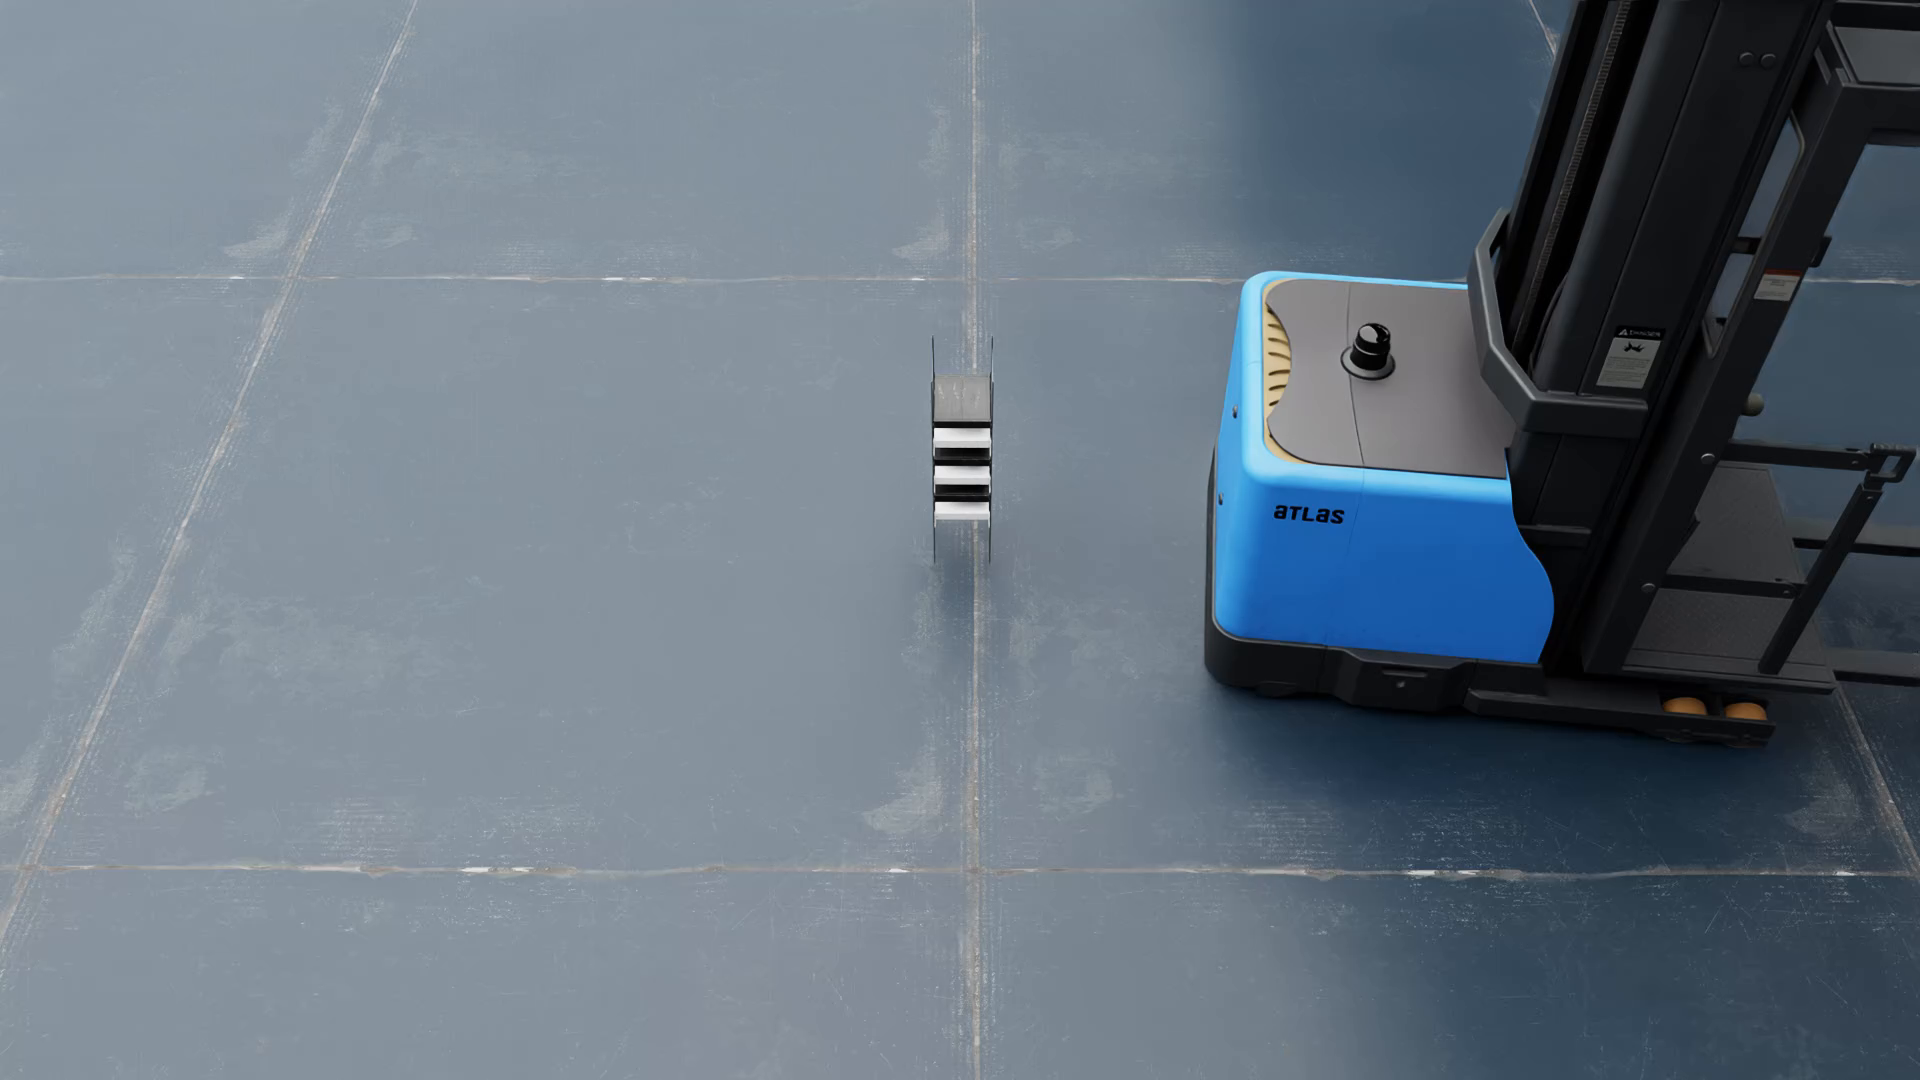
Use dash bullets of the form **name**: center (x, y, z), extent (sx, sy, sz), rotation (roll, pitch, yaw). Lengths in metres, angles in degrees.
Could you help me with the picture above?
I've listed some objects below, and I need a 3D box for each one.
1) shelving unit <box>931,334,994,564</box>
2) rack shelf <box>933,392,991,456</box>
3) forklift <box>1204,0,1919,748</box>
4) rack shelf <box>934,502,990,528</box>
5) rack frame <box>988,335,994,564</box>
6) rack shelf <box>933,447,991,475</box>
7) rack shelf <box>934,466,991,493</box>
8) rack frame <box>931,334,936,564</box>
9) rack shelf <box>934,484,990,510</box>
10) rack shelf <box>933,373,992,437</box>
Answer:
- **shelving unit**: center (0.008, -0.307, 5.921), extent (0.210, 0.900, 0.258), rotation (0, 47, 0)
- **rack shelf**: center (0.008, -0.406, 5.813), extent (0.200, 0.077, 0.258), rotation (0, 47, 0)
- **forklift**: center (2.400, -0.714, 4.912), extent (3.031, 2.935, 1.130), rotation (5, 47, 5)
- **rack shelf**: center (0.008, -0.161, 6.077), extent (0.200, 0.077, 0.258), rotation (0, 47, 0)
- **rack frame**: center (0.110, -0.306, 5.920), extent (0.006, 0.900, 0.240), rotation (0, 47, 0)
- **rack shelf**: center (0.008, -0.345, 5.879), extent (0.200, 0.077, 0.258), rotation (0, 47, 0)
- **rack shelf**: center (0.008, -0.284, 5.945), extent (0.200, 0.077, 0.258), rotation (0, 47, 0)
- **rack frame**: center (-0.094, -0.307, 5.921), extent (0.006, 0.900, 0.240), rotation (0, 47, 0)
- **rack shelf**: center (0.008, -0.223, 6.011), extent (0.200, 0.077, 0.258), rotation (0, 47, 0)
- **rack shelf**: center (0.008, -0.468, 5.747), extent (0.200, 0.077, 0.258), rotation (0, 47, 0)
